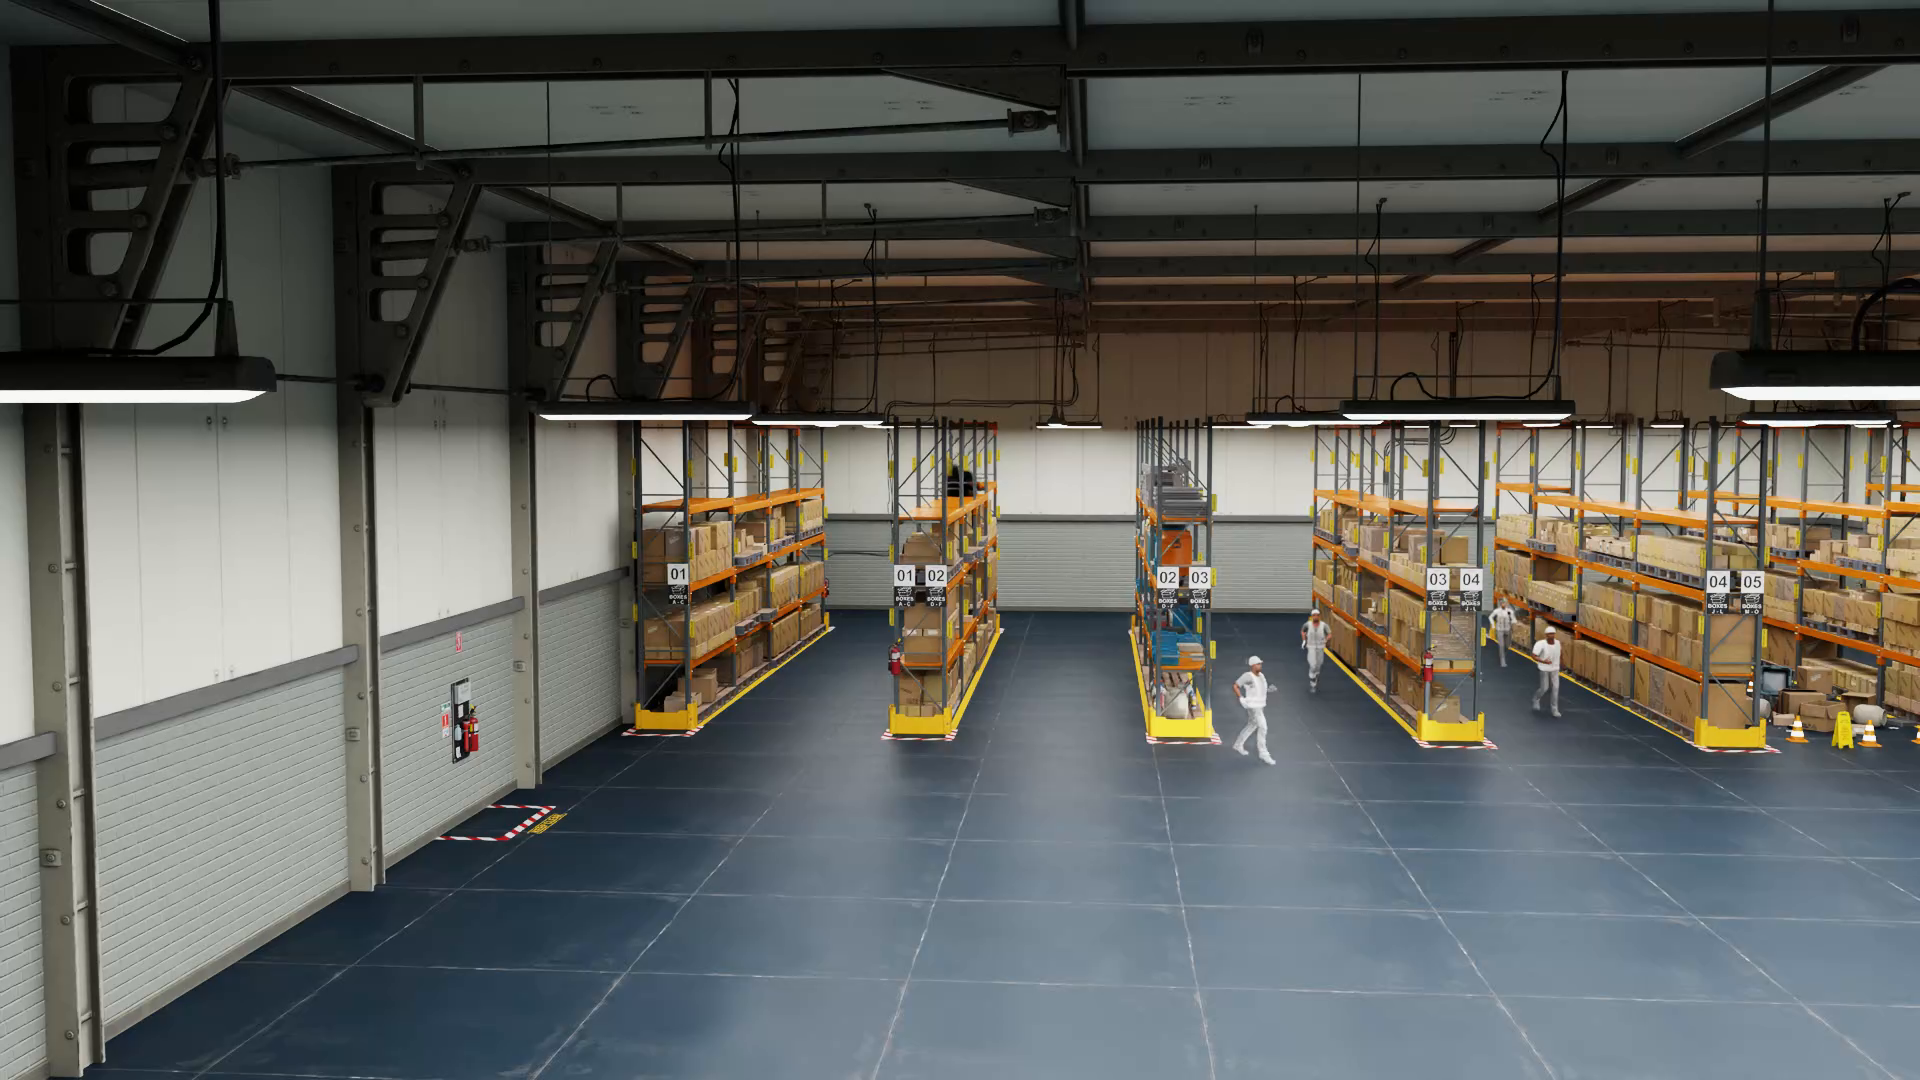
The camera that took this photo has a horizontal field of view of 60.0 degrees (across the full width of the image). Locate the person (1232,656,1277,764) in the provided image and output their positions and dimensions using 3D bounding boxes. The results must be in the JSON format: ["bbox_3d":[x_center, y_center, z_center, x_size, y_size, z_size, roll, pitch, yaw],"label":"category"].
[{"bbox_3d":[5.118,2.929,28.898,0.858,1.831,0.670,2,4,33],"label":"person"}]

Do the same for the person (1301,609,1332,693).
[{"bbox_3d":[7.878,2.435,36.750,0.644,1.839,0.832,0,4,6],"label":"person"}]

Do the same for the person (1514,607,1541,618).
[{"bbox_3d":[16.157,1.847,47.387,0.721,1.616,0.585,0,4,2],"label":"person"}]

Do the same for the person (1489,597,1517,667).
[{"bbox_3d":[13.238,2.218,40.514,0.618,1.672,0.929,0,4,5],"label":"person"}]

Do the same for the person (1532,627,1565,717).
[{"bbox_3d":[11.912,2.637,33.666,0.718,1.784,0.865,0,4,-8],"label":"person"}]
